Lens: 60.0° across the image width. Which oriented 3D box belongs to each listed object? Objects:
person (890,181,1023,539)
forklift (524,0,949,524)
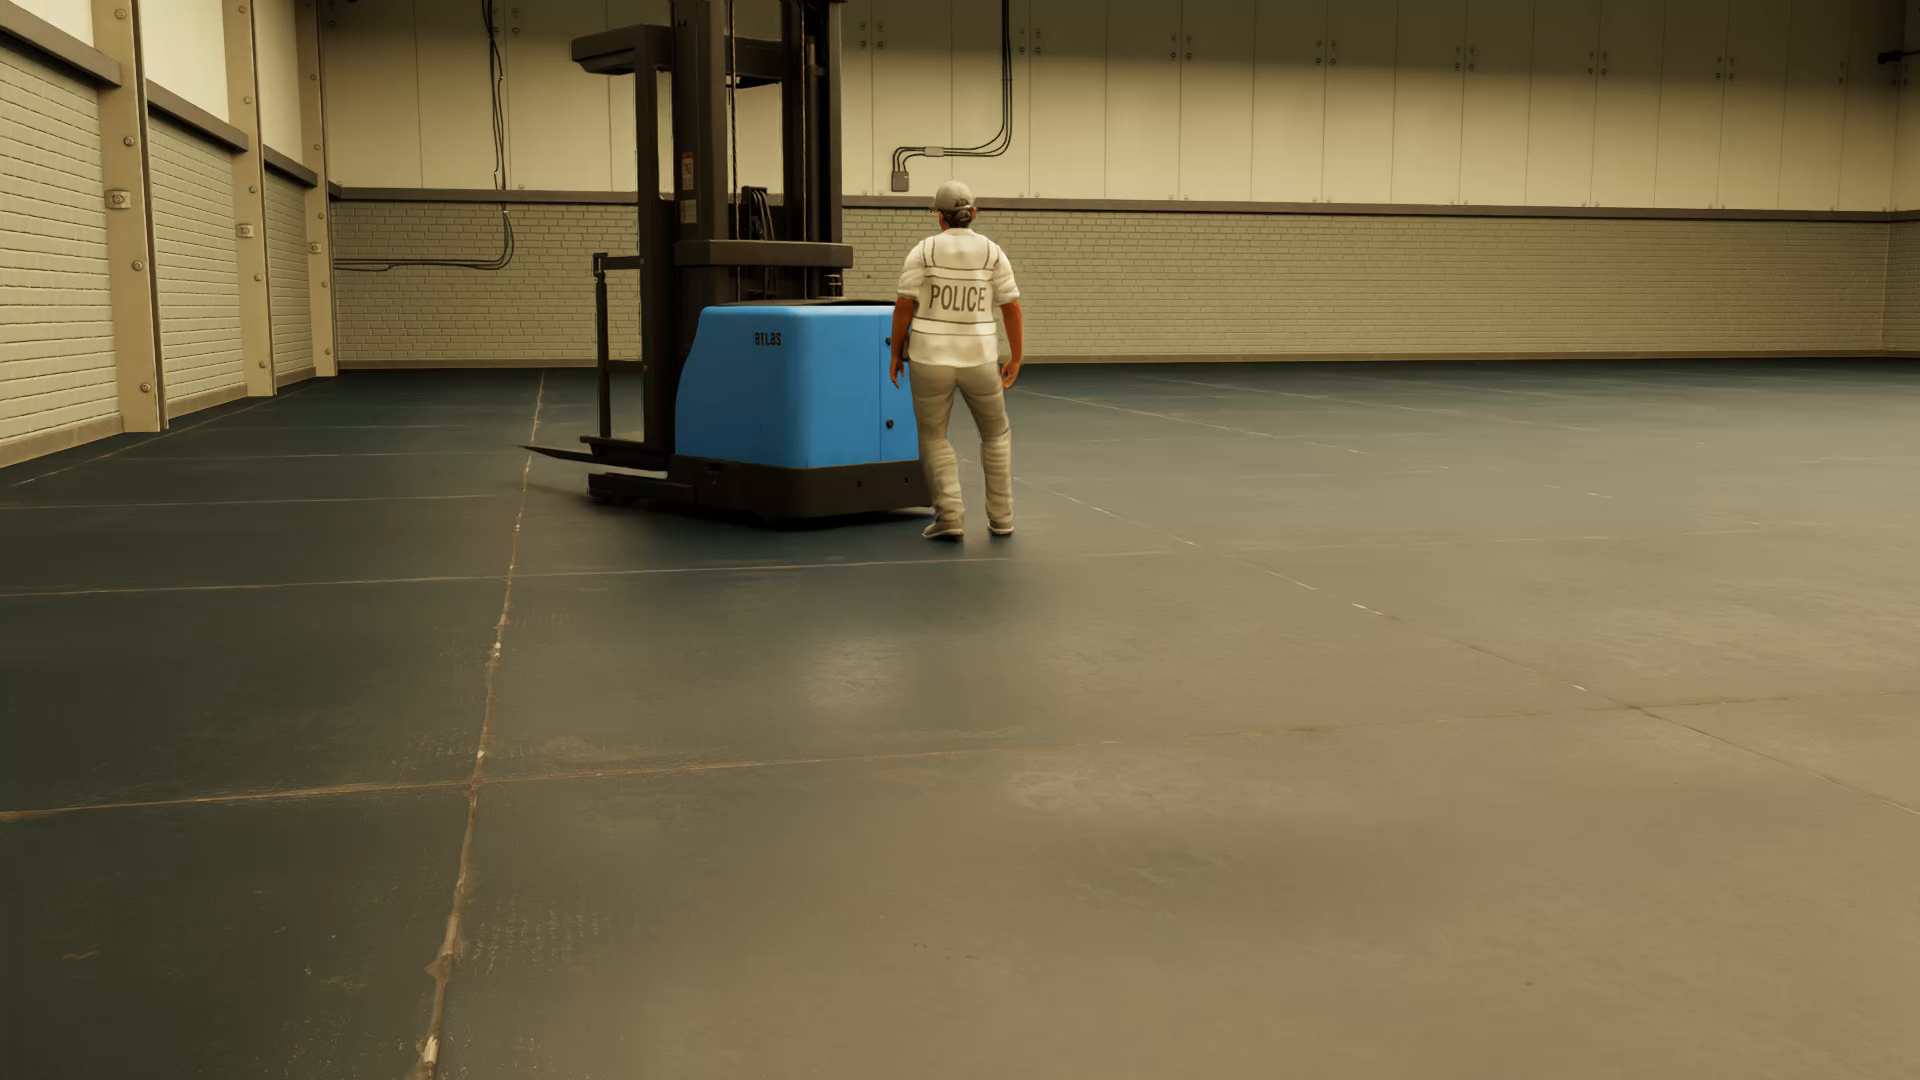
[{"bbox_3d":[-0.023,-0.825,7.775,0.616,1.655,0.541,-1,8,-7],"label":"person"},{"bbox_3d":[-1.407,-1.681,9.139,1.130,2.935,3.031,-7,11,-42],"label":"forklift"}]
